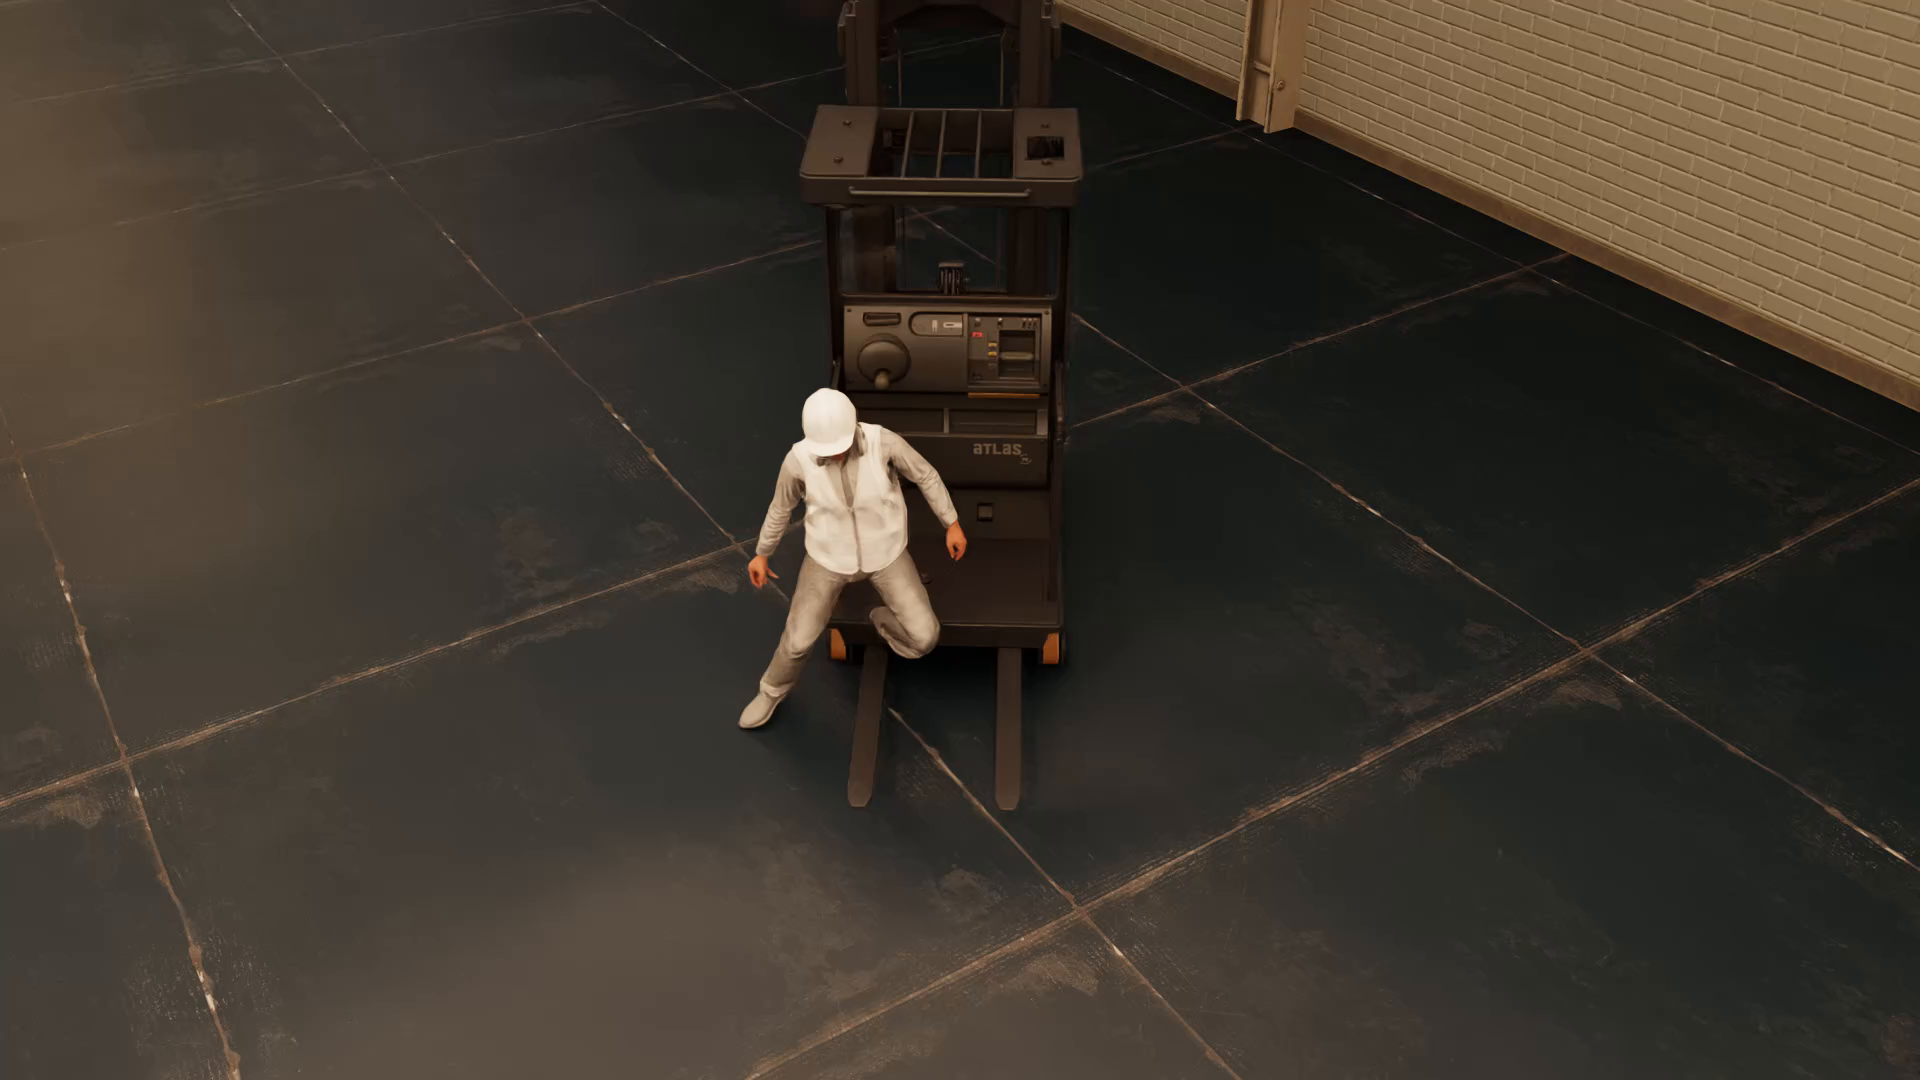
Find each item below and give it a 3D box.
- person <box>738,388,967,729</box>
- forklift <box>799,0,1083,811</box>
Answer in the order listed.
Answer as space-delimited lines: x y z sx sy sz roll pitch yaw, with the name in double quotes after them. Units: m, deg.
-0.488 0.074 7.102 1.043 1.697 0.486 -5 35 -7 "person"
-0.060 -0.797 7.282 1.130 2.935 3.031 1 35 2 "forklift"
